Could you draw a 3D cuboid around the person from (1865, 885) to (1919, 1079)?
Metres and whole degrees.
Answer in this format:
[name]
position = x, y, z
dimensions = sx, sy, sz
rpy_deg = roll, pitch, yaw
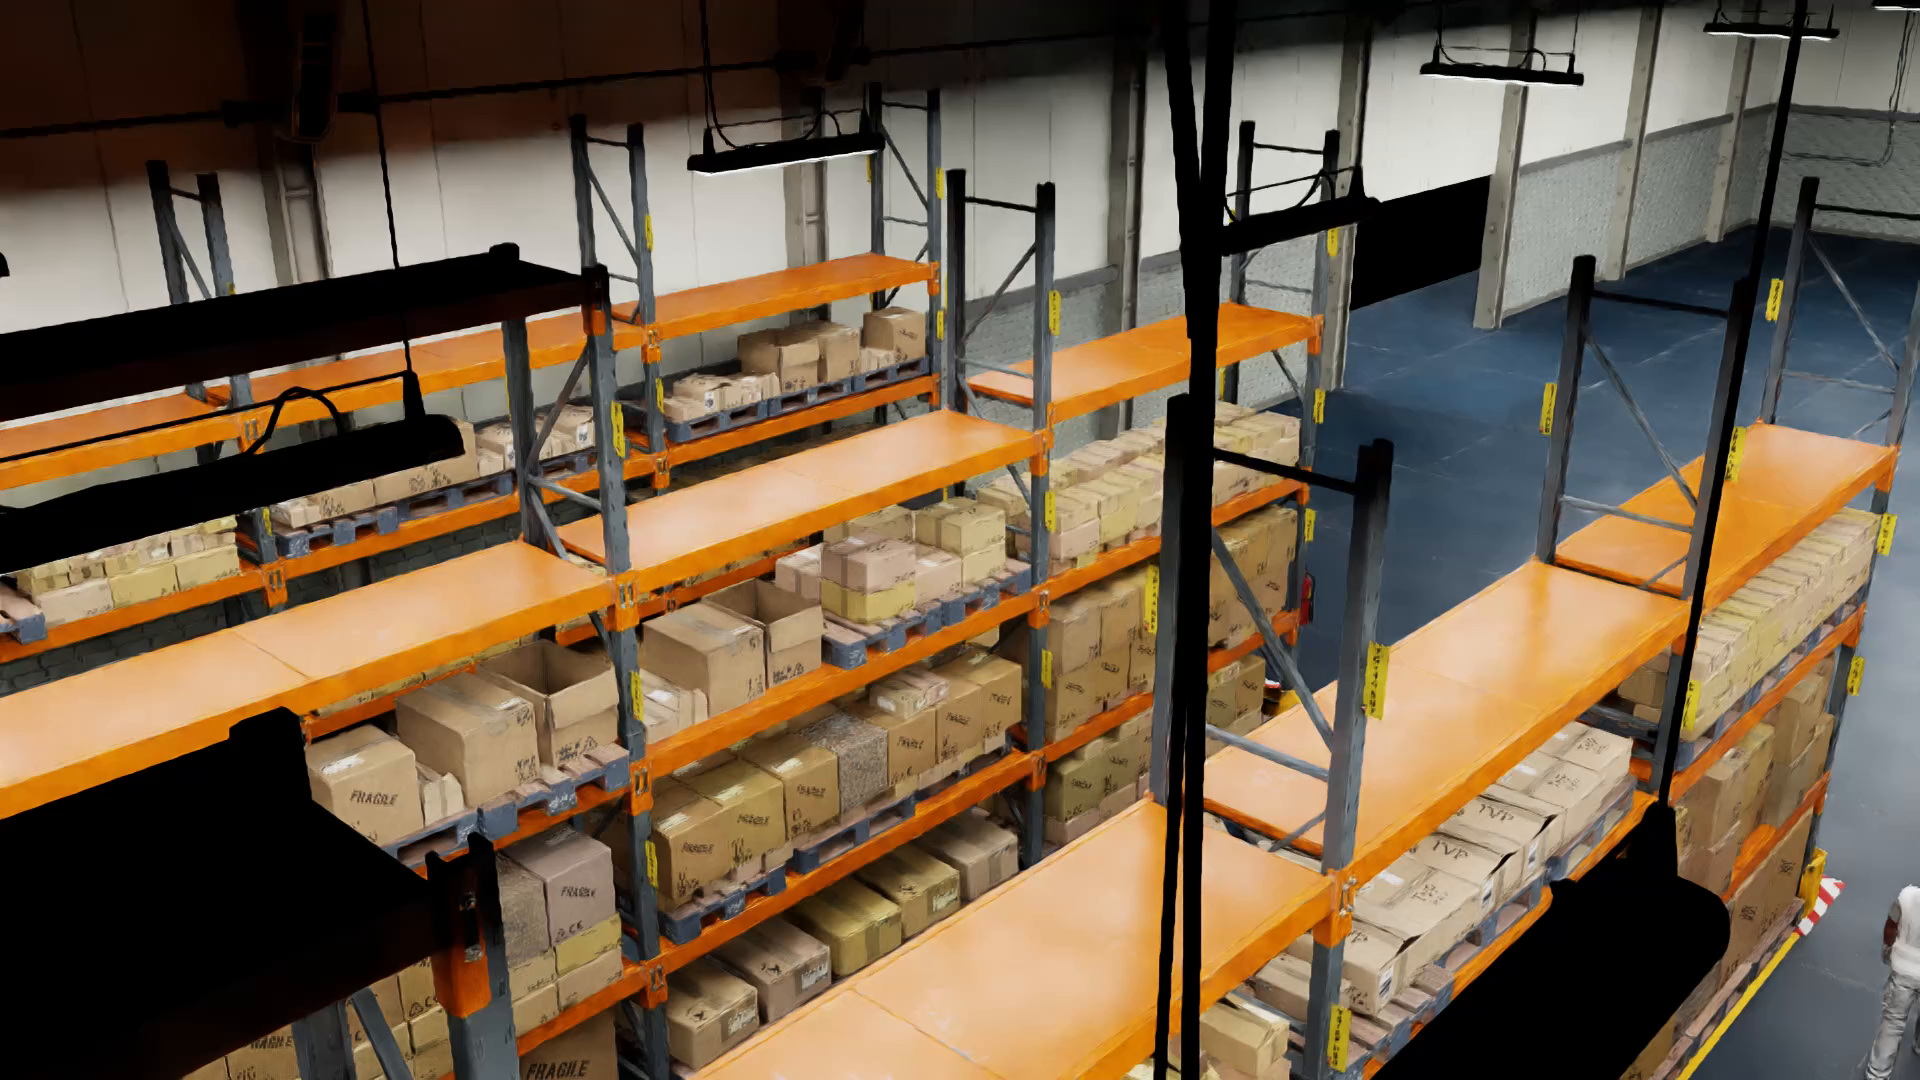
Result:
[person]
position = 6.844, 3.027, 11.829
dimensions = 0.579, 1.732, 1.042
rpy_deg = 18, 28, 39
